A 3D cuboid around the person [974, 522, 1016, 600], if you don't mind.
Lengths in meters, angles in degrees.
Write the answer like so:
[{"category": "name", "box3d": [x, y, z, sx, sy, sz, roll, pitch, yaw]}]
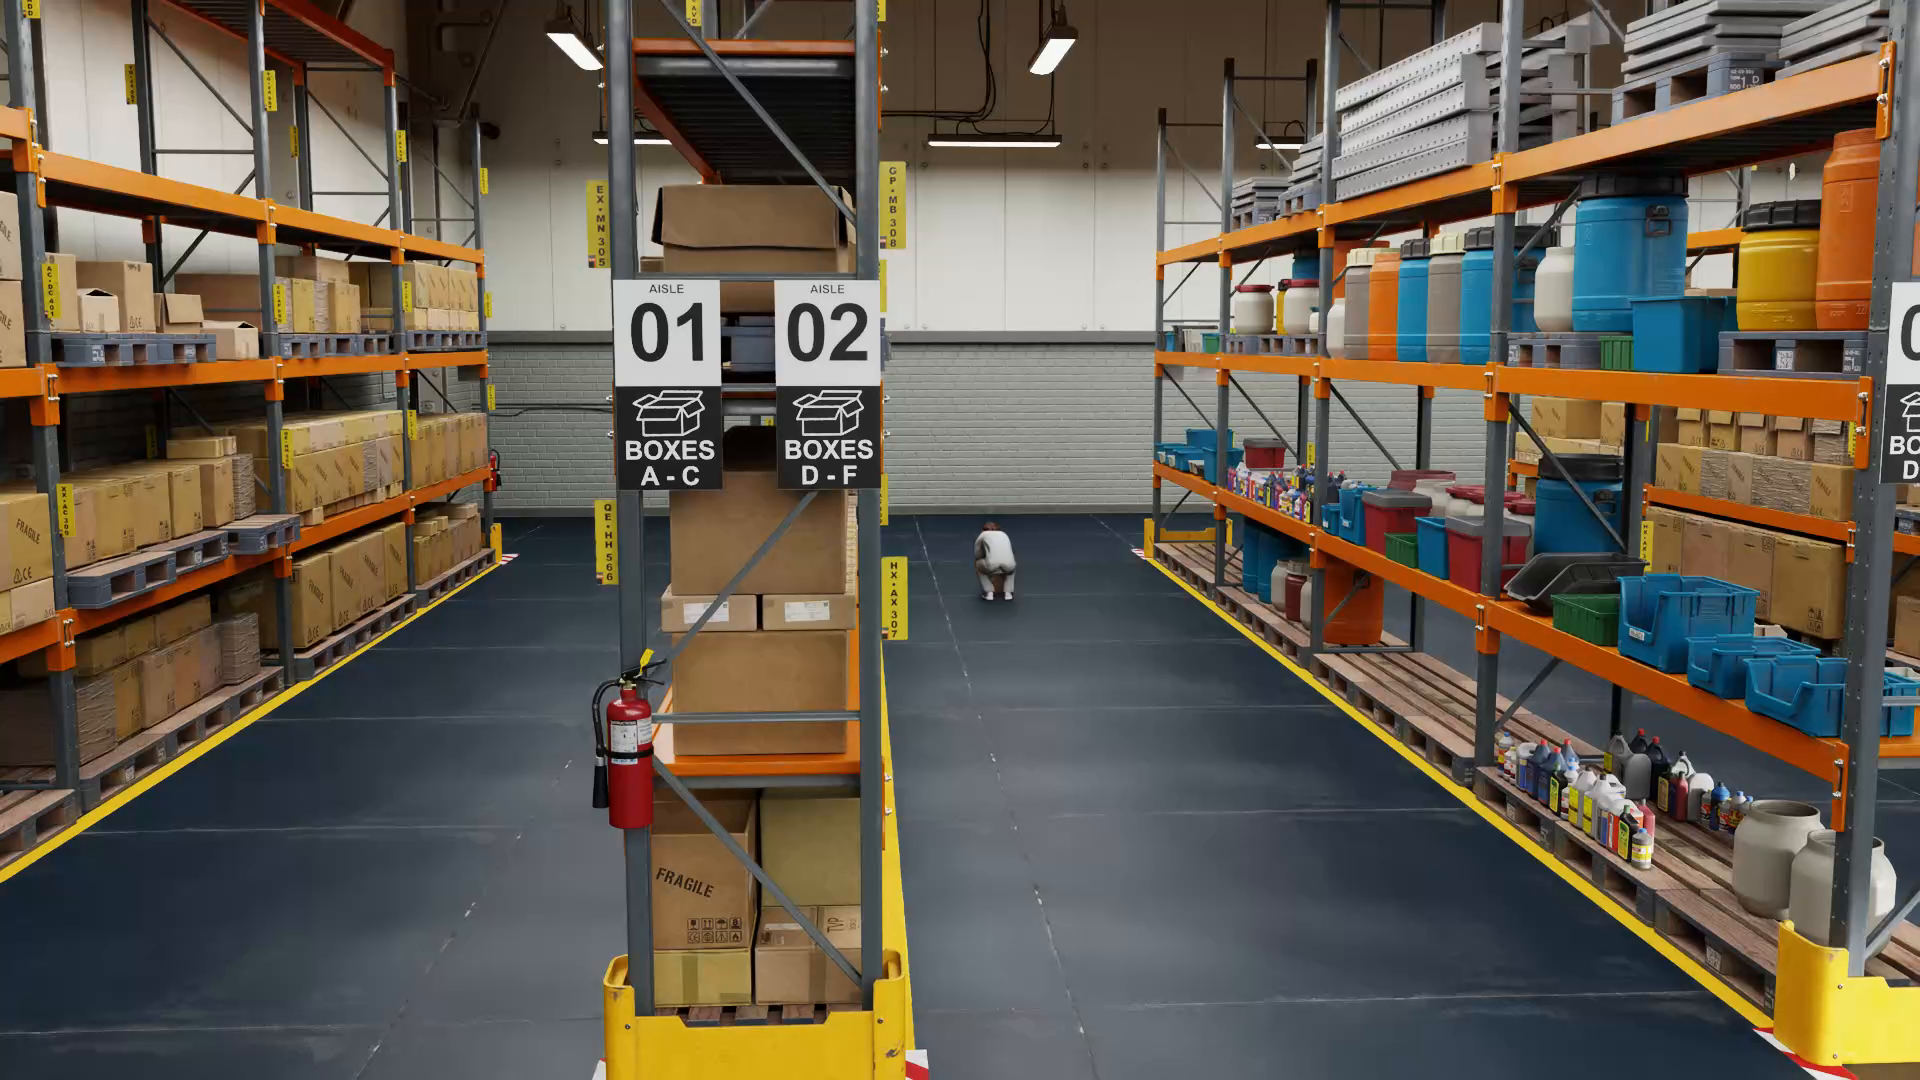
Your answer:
[{"category": "person", "box3d": [0.413, 0.241, 19.226, 0.484, 0.846, 0.801, 0, 7, -4]}]
